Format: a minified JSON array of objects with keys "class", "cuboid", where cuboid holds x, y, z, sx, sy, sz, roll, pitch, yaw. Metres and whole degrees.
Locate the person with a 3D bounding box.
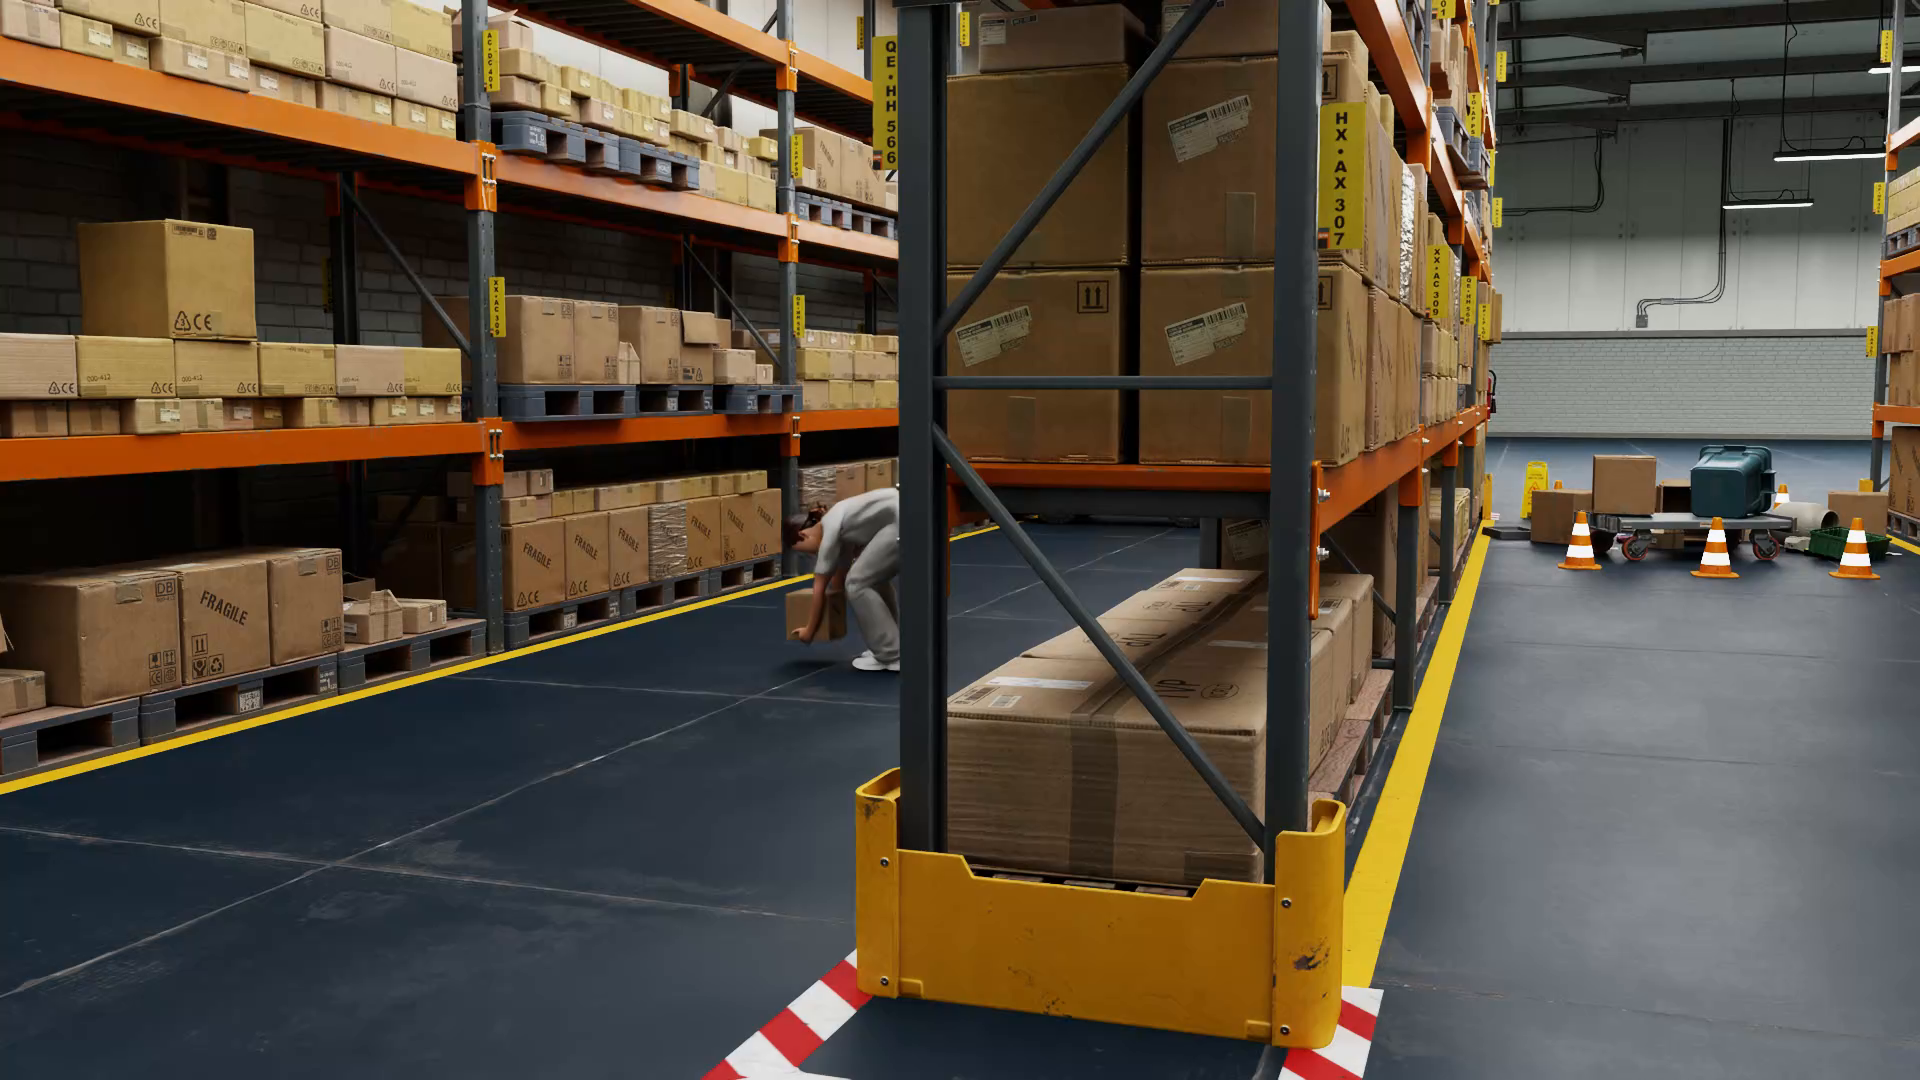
[{"class":"person","cuboid":[-0.545,0.200,8.908,0.858,0.962,0.451,2,5,16]}]
